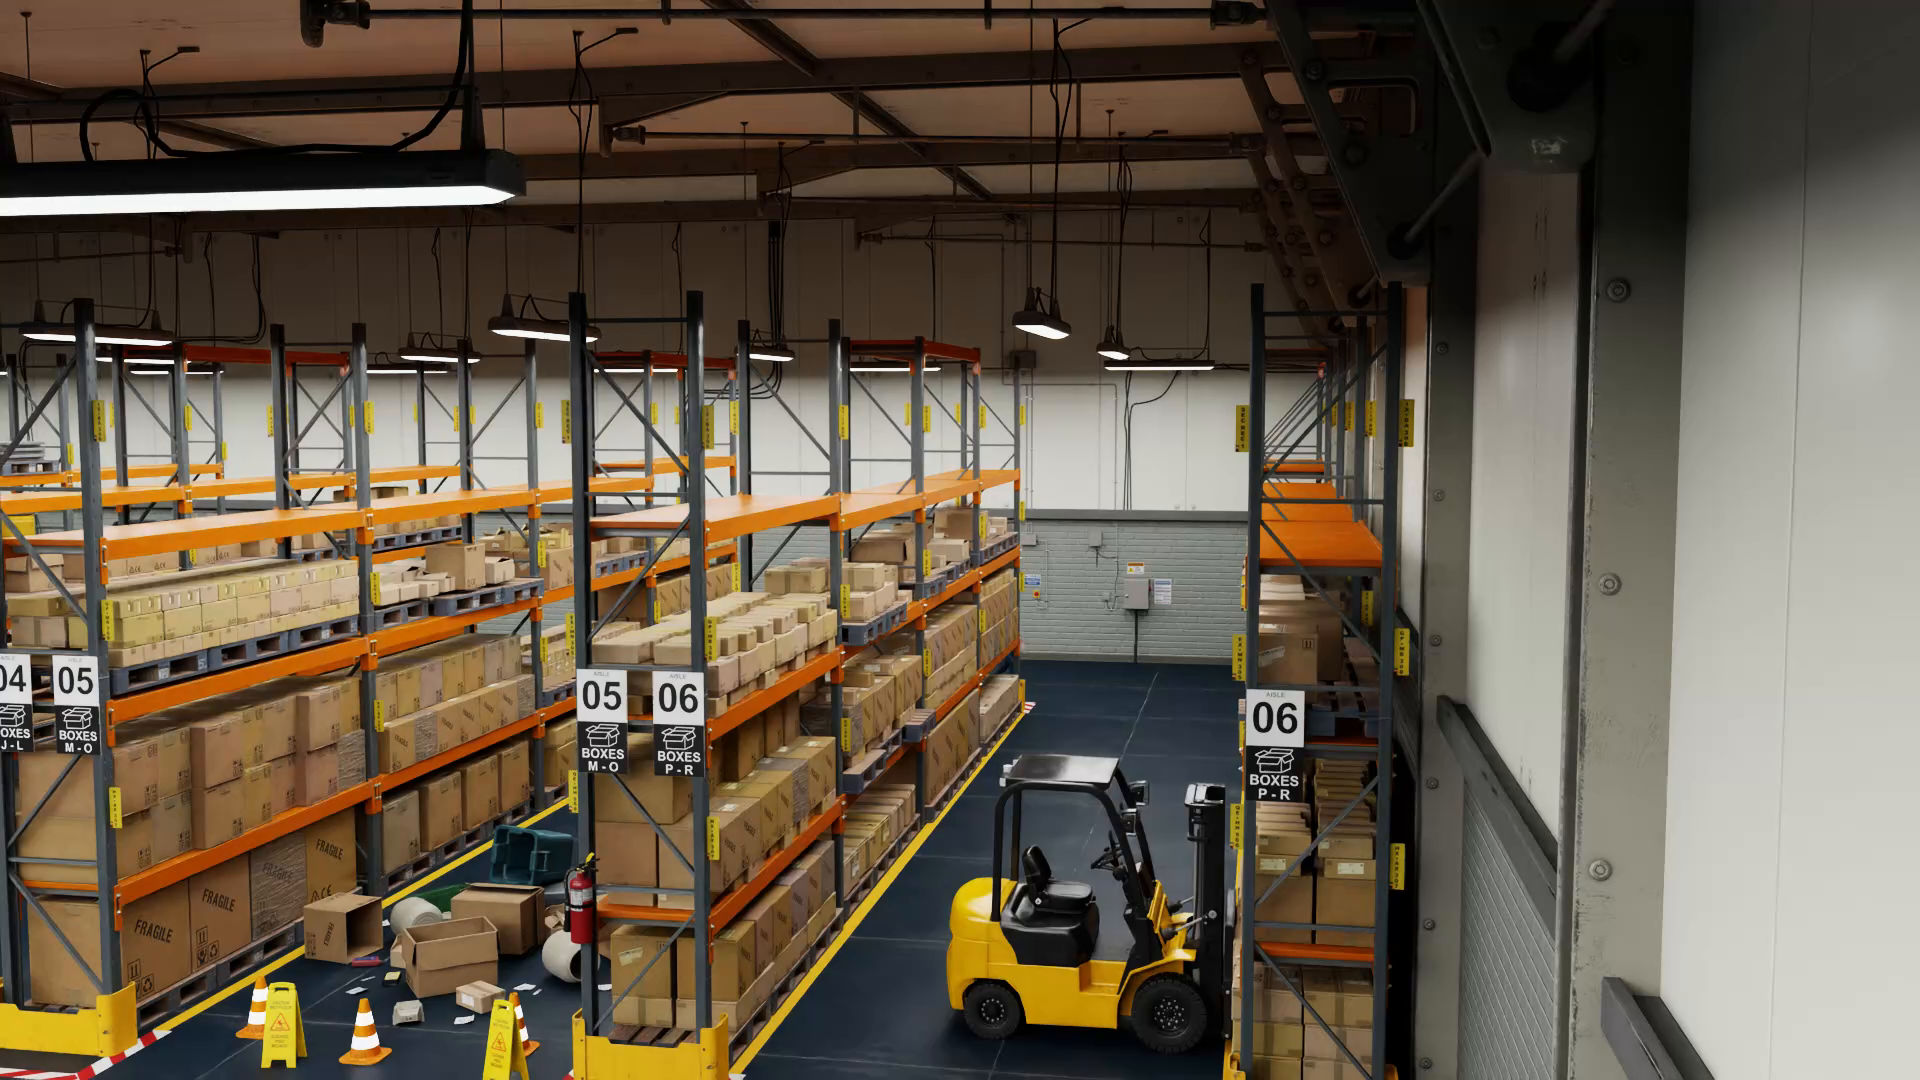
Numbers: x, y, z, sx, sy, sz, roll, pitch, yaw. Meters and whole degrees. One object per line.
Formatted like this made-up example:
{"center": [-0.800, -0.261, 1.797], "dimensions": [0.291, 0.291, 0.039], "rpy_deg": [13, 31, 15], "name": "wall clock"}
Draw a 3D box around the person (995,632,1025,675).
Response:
{"center": [0.895, 1.938, 30.309], "dimensions": [0.423, 1.540, 0.963], "rpy_deg": [-3, 6, -35], "name": "person"}
